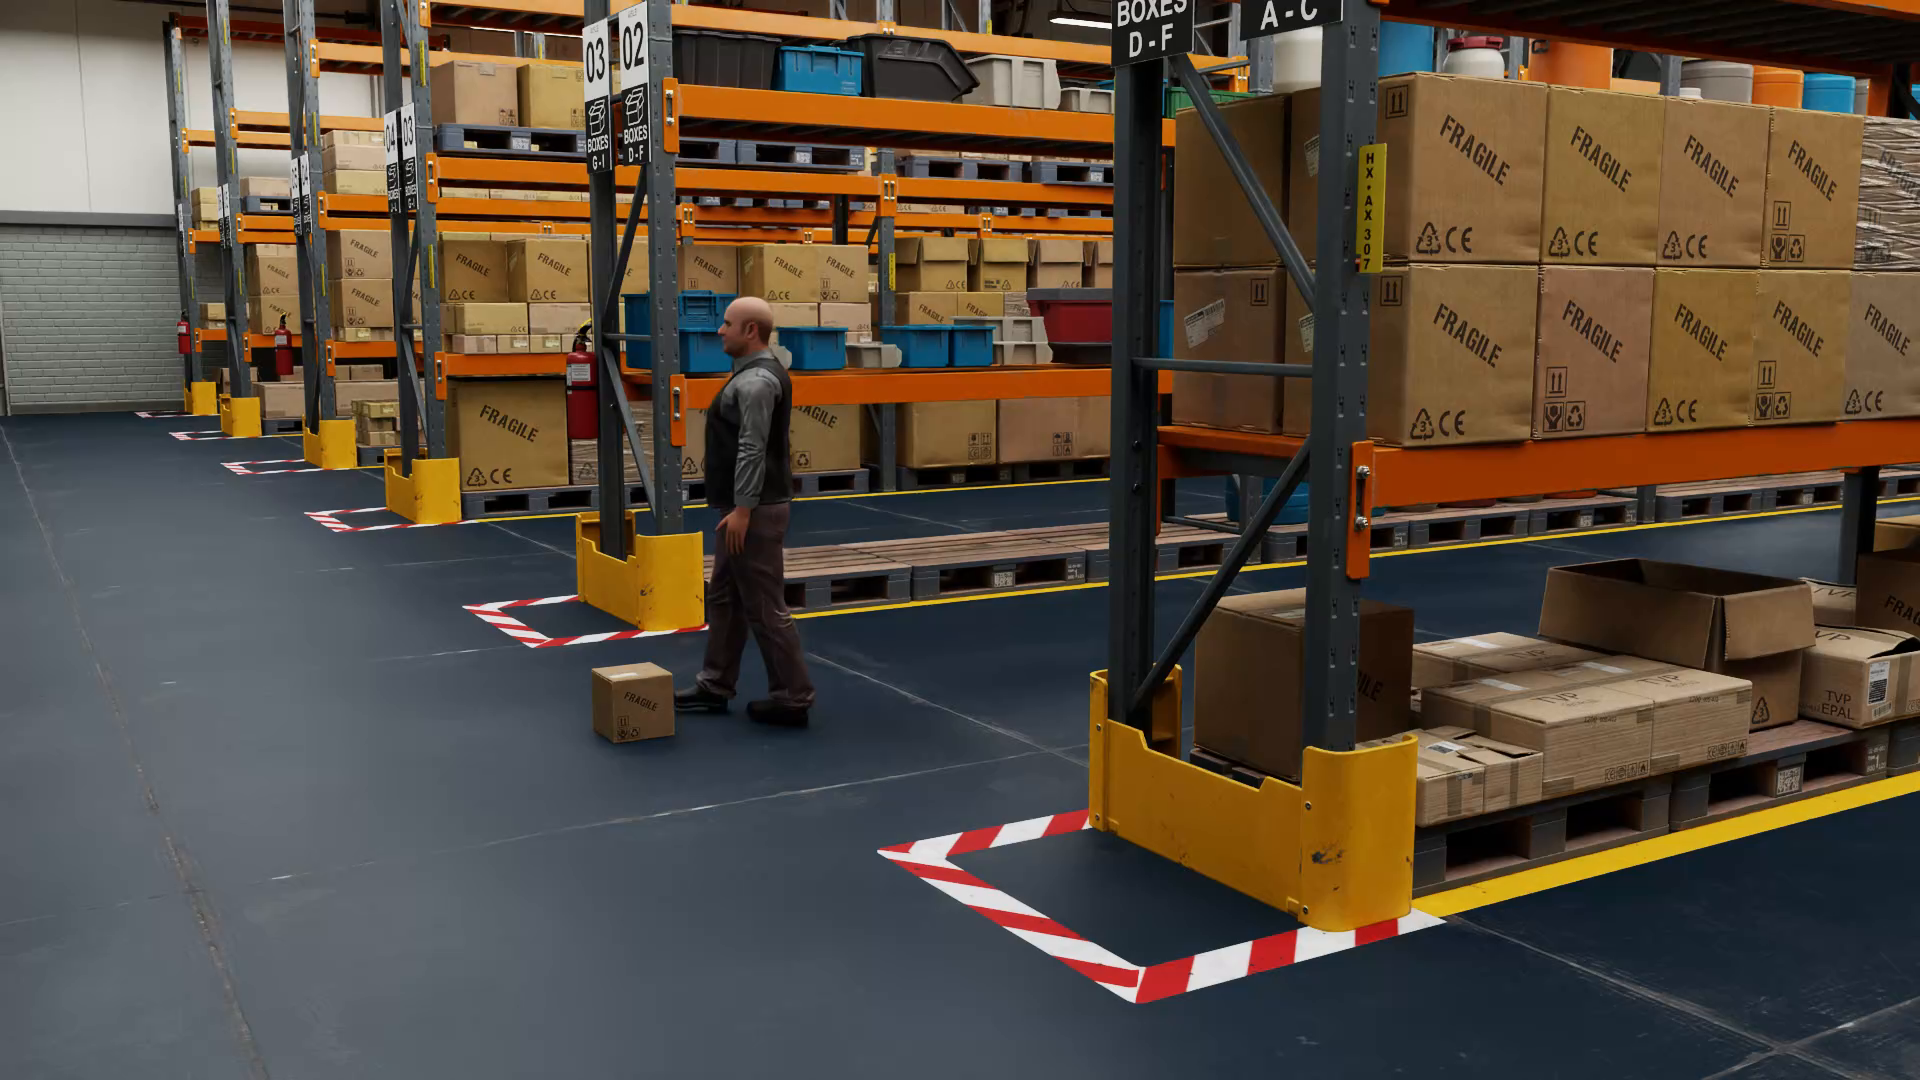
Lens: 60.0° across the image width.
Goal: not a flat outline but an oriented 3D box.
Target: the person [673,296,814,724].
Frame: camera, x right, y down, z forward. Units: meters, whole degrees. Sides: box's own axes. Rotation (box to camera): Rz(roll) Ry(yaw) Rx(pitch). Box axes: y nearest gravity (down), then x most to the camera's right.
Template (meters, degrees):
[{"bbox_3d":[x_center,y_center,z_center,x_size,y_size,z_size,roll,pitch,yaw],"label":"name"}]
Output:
[{"bbox_3d":[-0.929,-0.118,6.722,0.670,1.716,0.538,0,8,-2],"label":"person"}]
